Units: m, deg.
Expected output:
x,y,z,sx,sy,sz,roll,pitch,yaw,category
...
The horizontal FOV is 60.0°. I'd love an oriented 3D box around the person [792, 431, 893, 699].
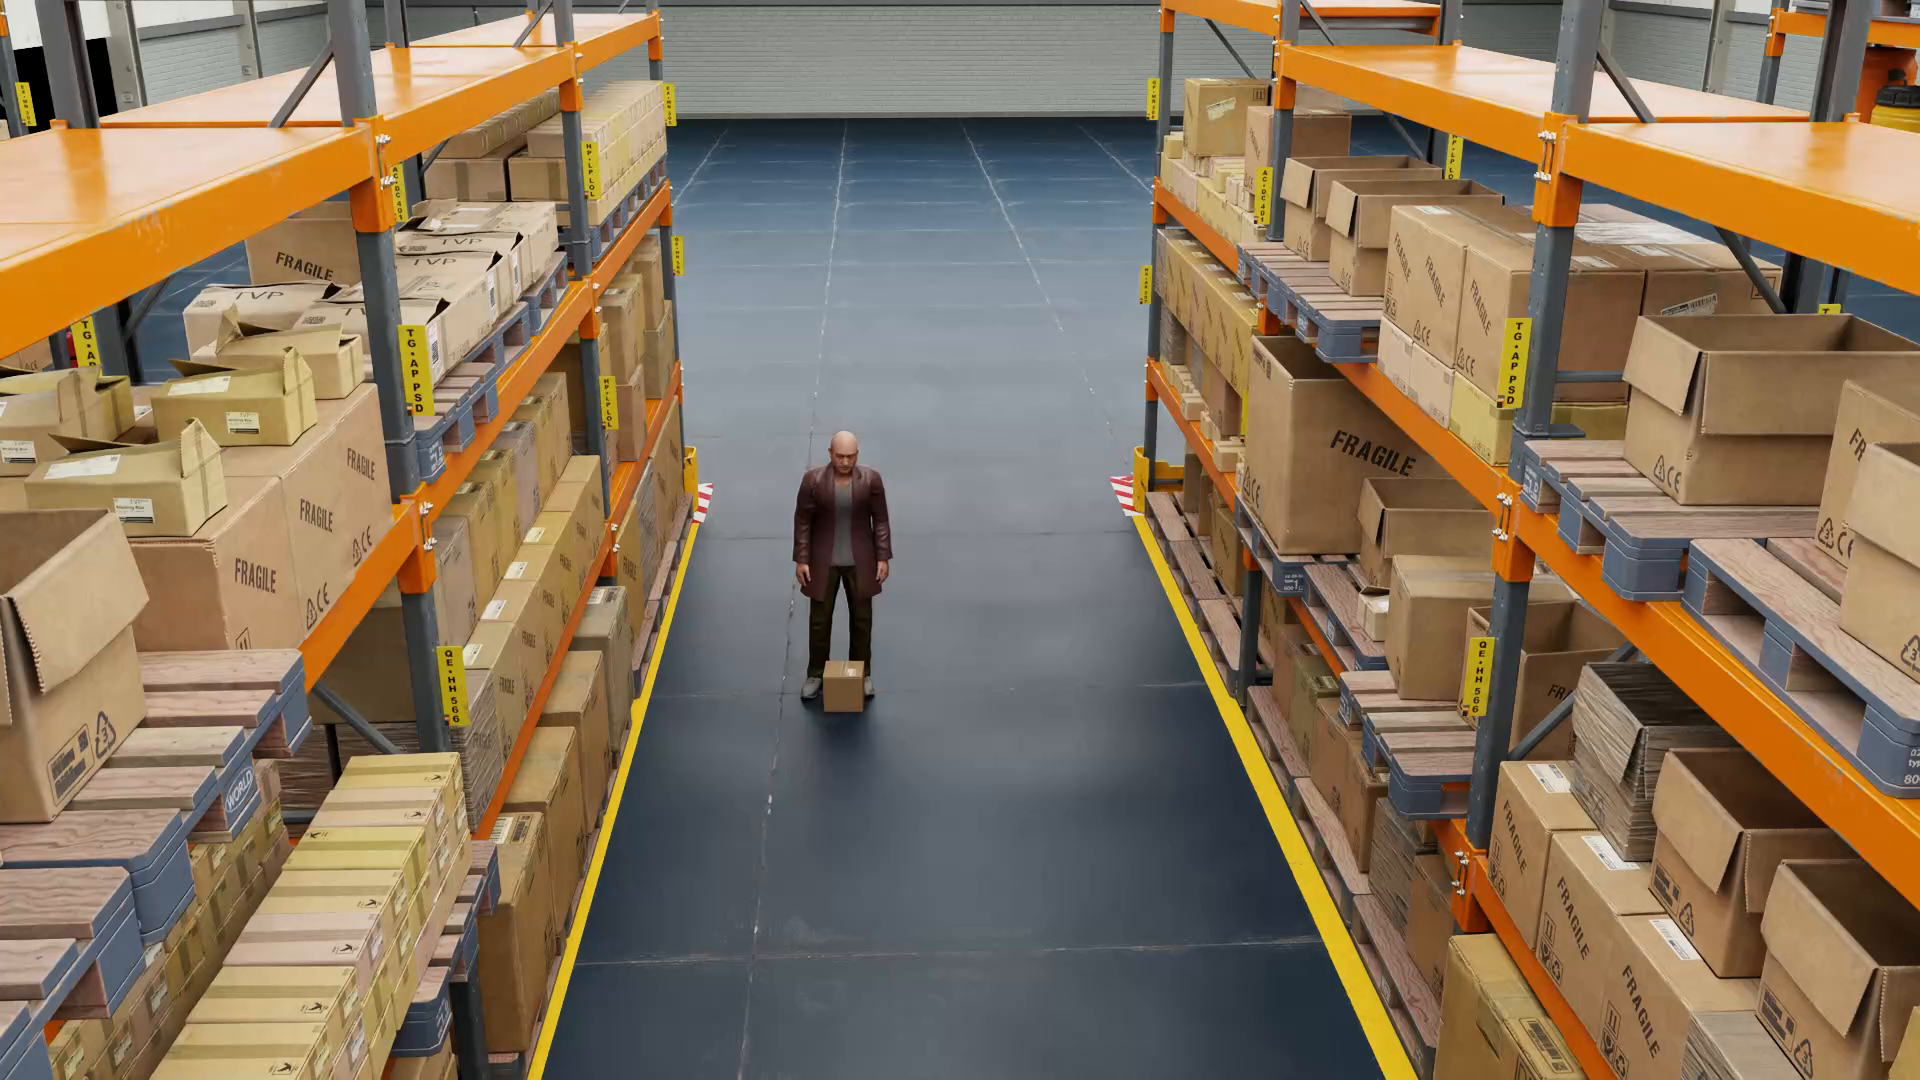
x,y,z,sx,sy,sz,roll,pitch,yaw,category
-0.754,0.143,10.708,0.648,1.772,0.429,-2,20,-6,person
